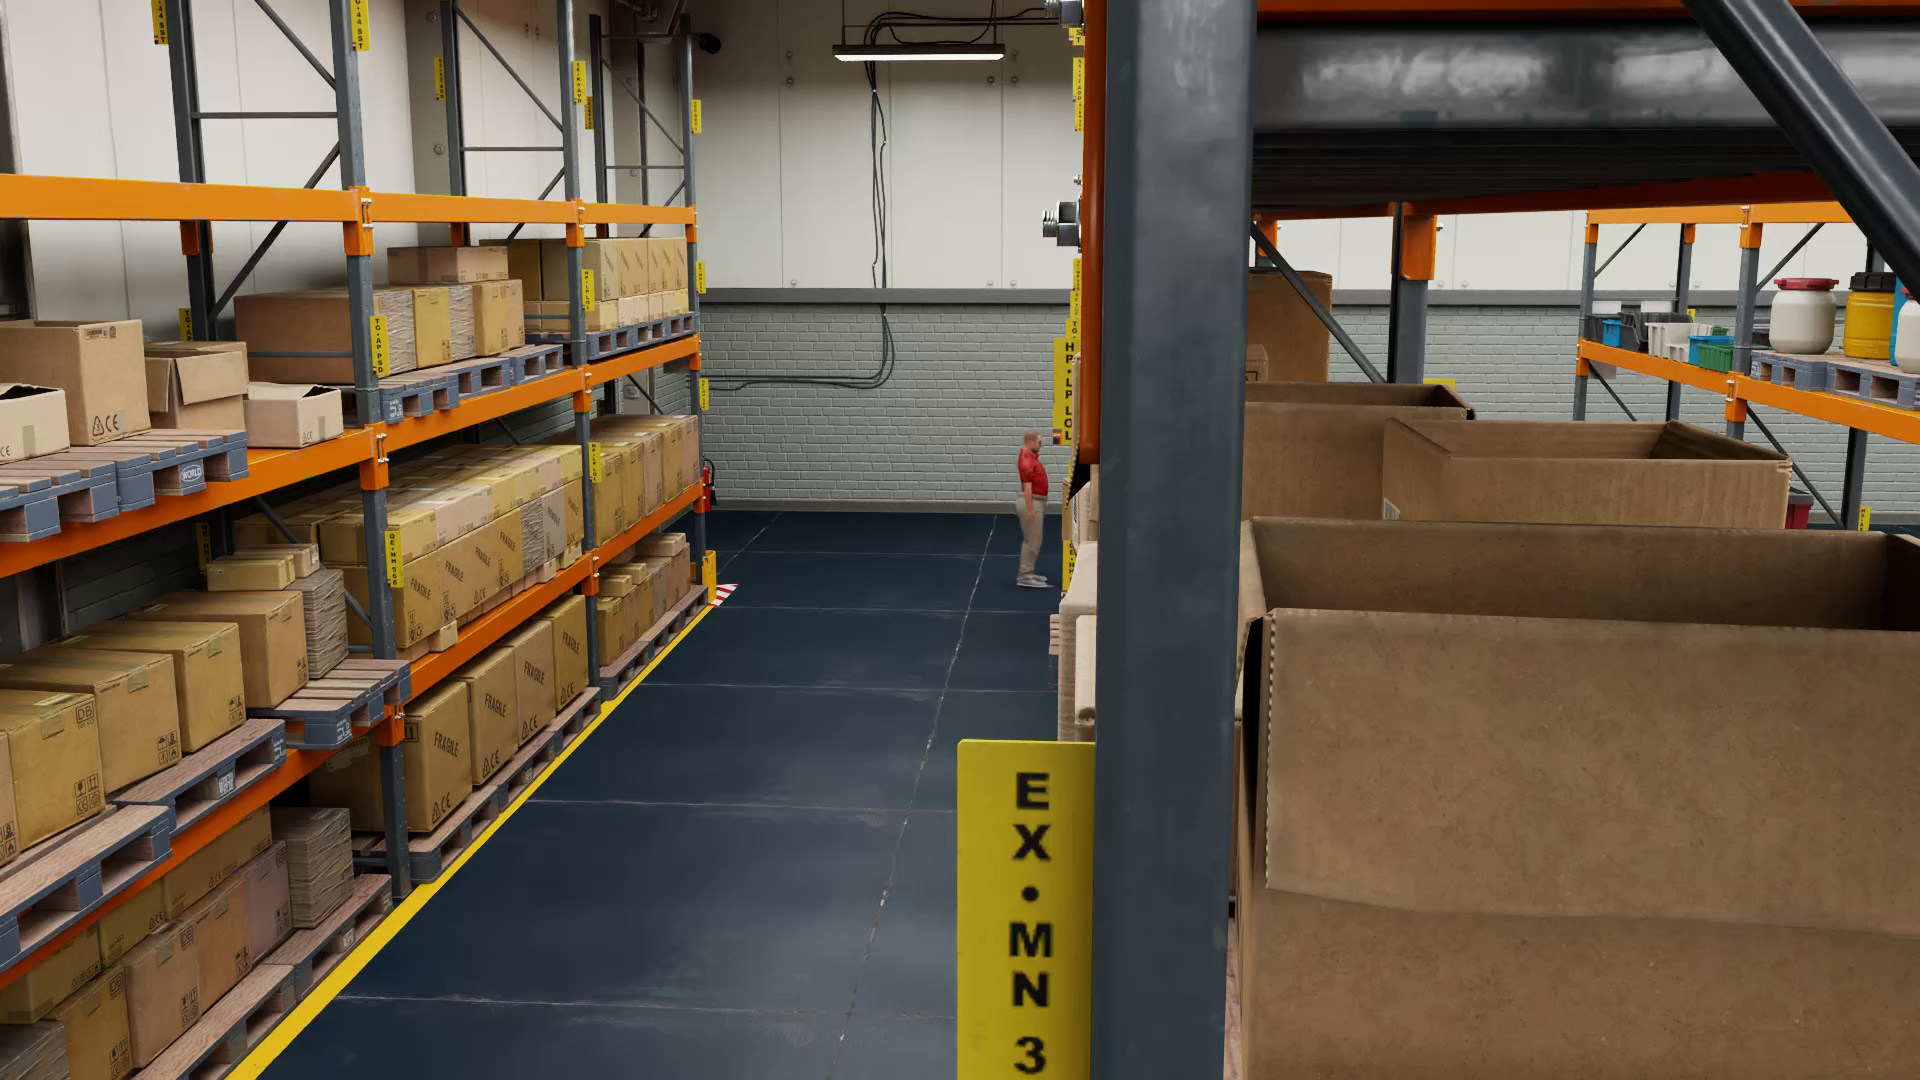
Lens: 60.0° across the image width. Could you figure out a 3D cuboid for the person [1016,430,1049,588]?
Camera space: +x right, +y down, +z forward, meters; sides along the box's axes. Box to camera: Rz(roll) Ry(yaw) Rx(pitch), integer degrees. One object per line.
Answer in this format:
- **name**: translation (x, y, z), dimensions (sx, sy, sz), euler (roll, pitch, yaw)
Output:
- **person**: translation (0.806, -0.354, 18.383), dimensions (0.359, 1.721, 0.529), euler (1, 11, 5)
